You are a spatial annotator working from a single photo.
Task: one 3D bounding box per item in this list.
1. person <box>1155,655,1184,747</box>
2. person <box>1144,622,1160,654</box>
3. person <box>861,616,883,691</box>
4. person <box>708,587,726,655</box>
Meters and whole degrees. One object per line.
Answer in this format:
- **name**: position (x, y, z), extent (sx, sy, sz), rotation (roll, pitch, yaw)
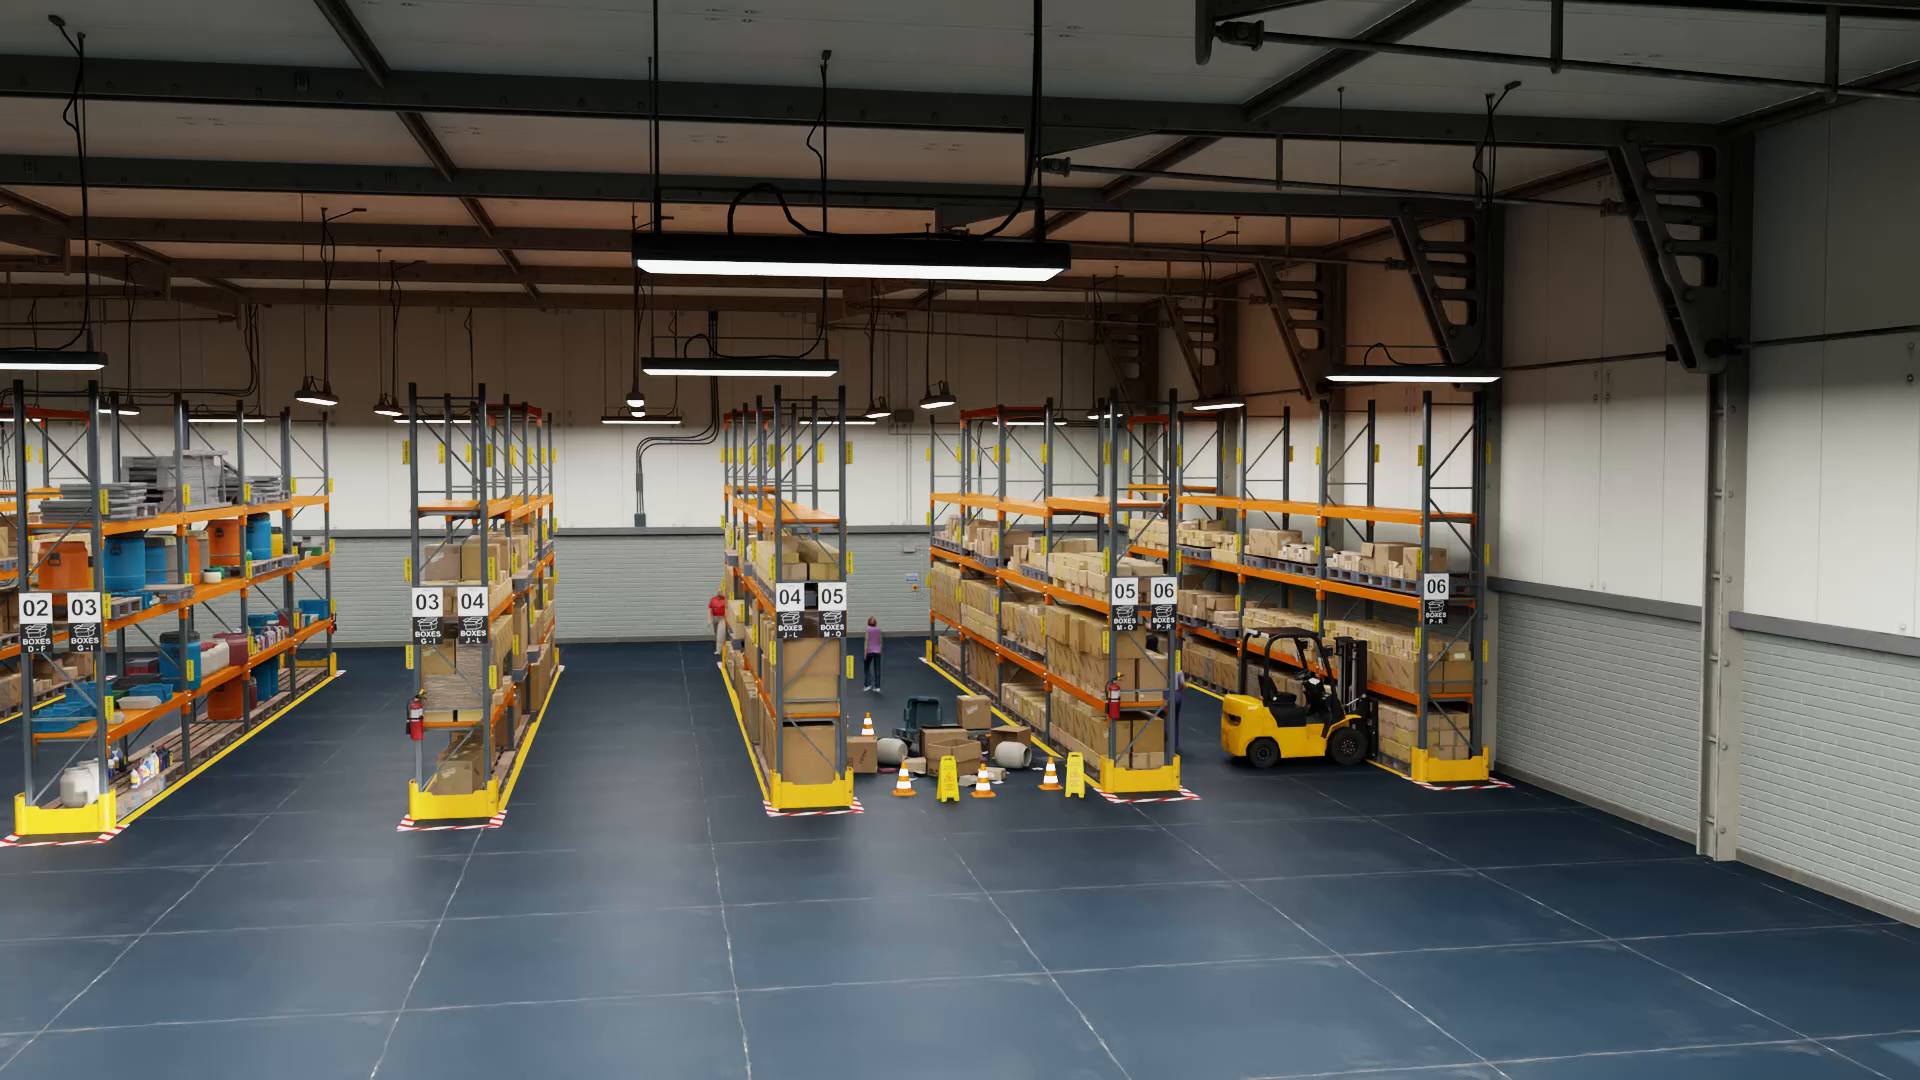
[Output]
- **person**: position (3.620, 2.776, 28.866), extent (0.589, 1.542, 0.721), rotation (0, 3, -7)
- **person**: position (3.709, 2.511, 32.738), extent (0.549, 1.770, 0.610), rotation (-1, 3, -18)
- **person**: position (-1.836, 2.433, 35.327), extent (0.456, 1.618, 0.627), rotation (-1, 3, -24)
- **person**: position (-6.067, 2.022, 41.984), extent (0.509, 1.669, 1.085), rotation (1, 3, 17)
